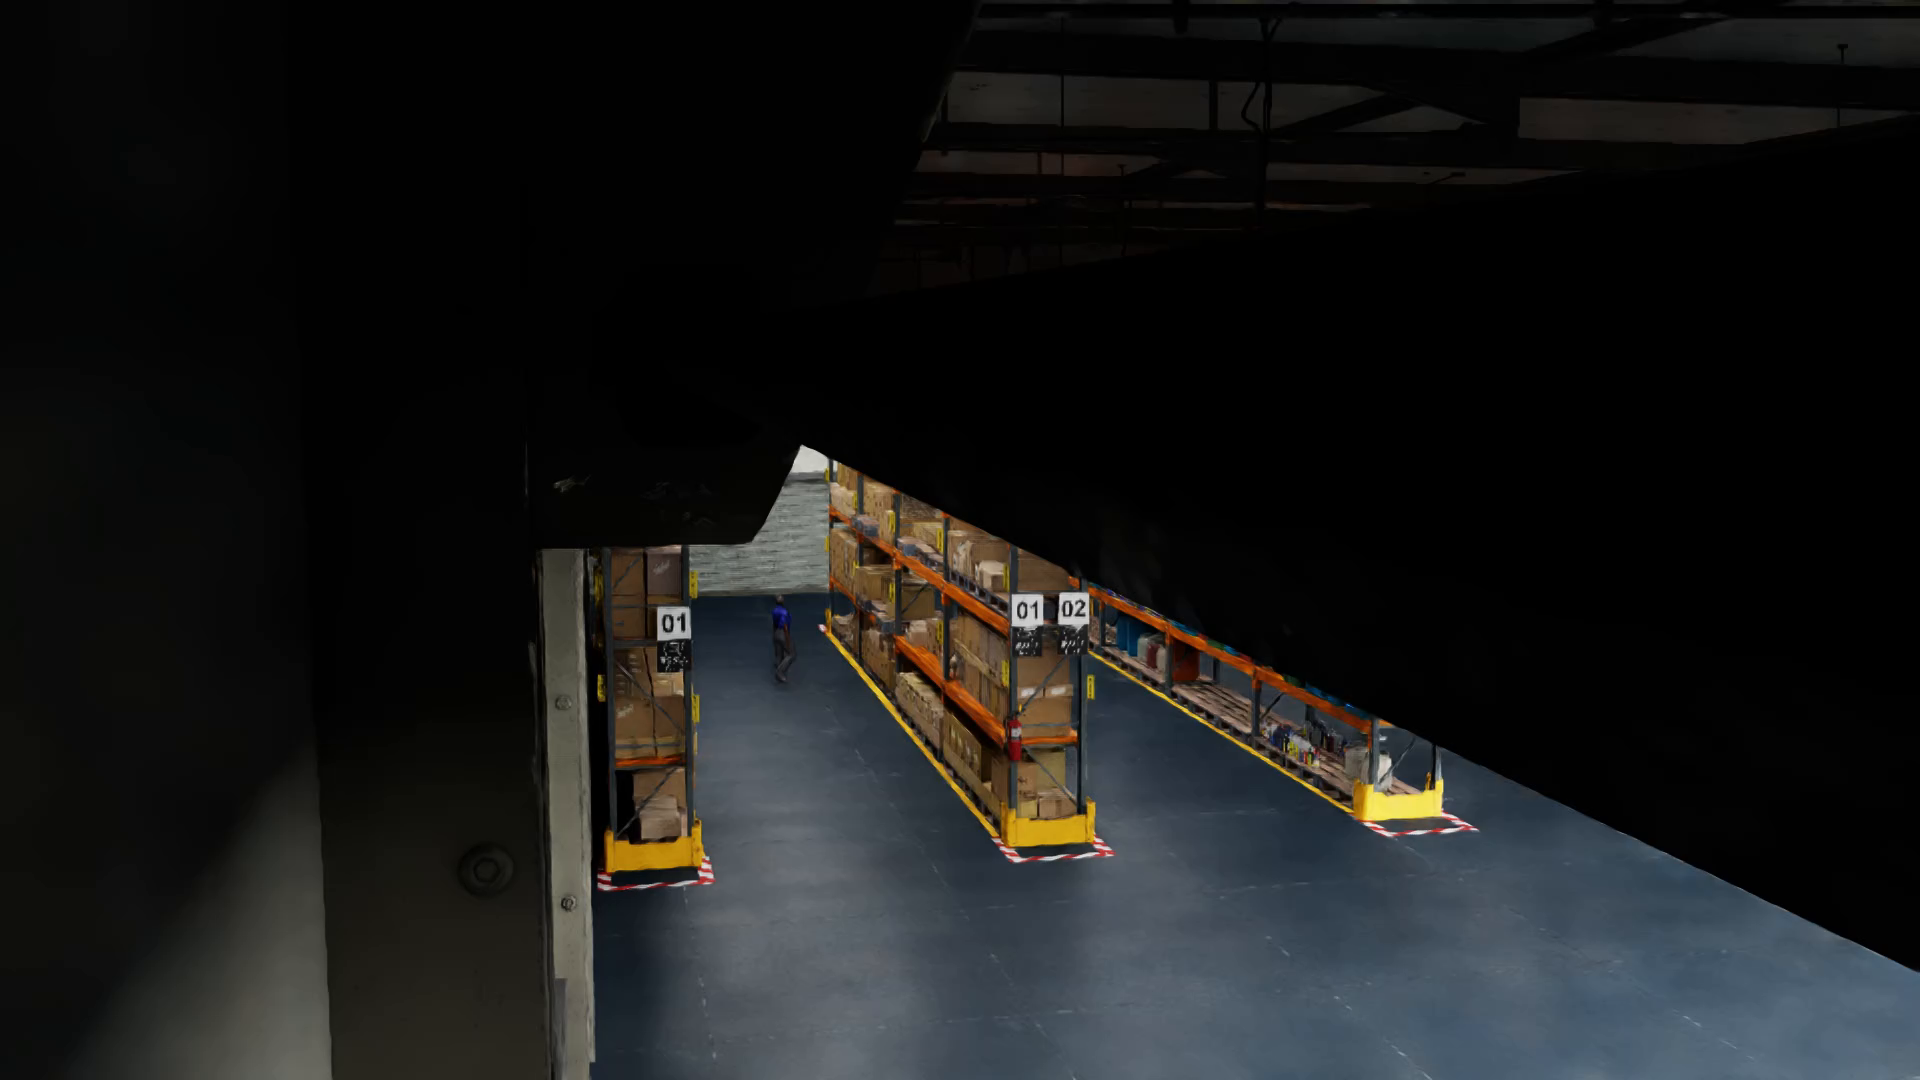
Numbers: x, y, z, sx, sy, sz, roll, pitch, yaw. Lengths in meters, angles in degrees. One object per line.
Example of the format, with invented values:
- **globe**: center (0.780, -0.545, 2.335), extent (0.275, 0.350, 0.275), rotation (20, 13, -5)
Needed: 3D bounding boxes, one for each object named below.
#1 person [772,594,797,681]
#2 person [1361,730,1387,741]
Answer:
- **person**: center (-3.339, 1.830, 31.045), extent (0.422, 1.656, 0.501), rotation (-6, 9, -40)
- **person**: center (6.636, 2.332, 26.611), extent (0.440, 1.683, 0.551), rotation (-5, 9, -38)
